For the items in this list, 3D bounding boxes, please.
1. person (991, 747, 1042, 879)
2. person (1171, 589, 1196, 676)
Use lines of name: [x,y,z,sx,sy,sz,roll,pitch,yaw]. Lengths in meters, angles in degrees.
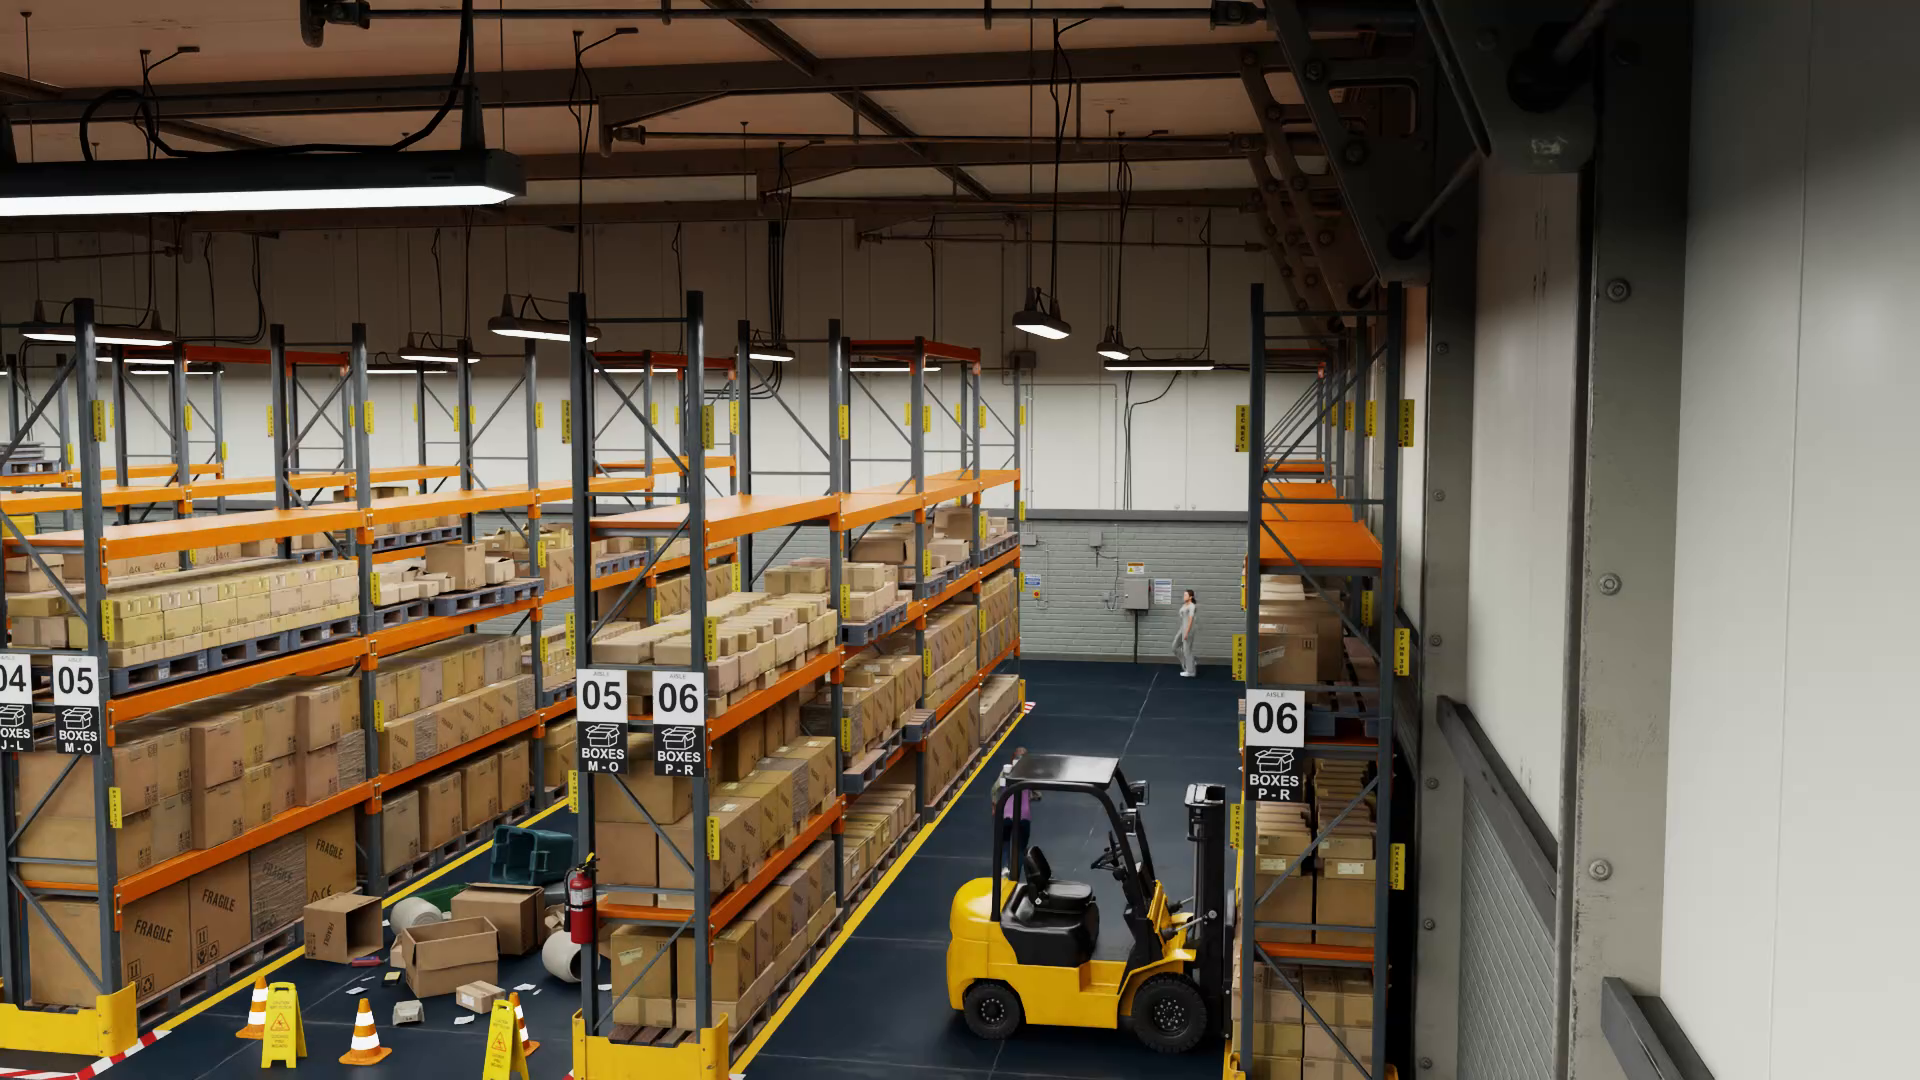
person: [0.600,2.986,17.903,0.523,1.494,0.755,1,5,13]
person: [4.285,1.772,31.687,0.447,1.680,0.486,-1,5,-10]
